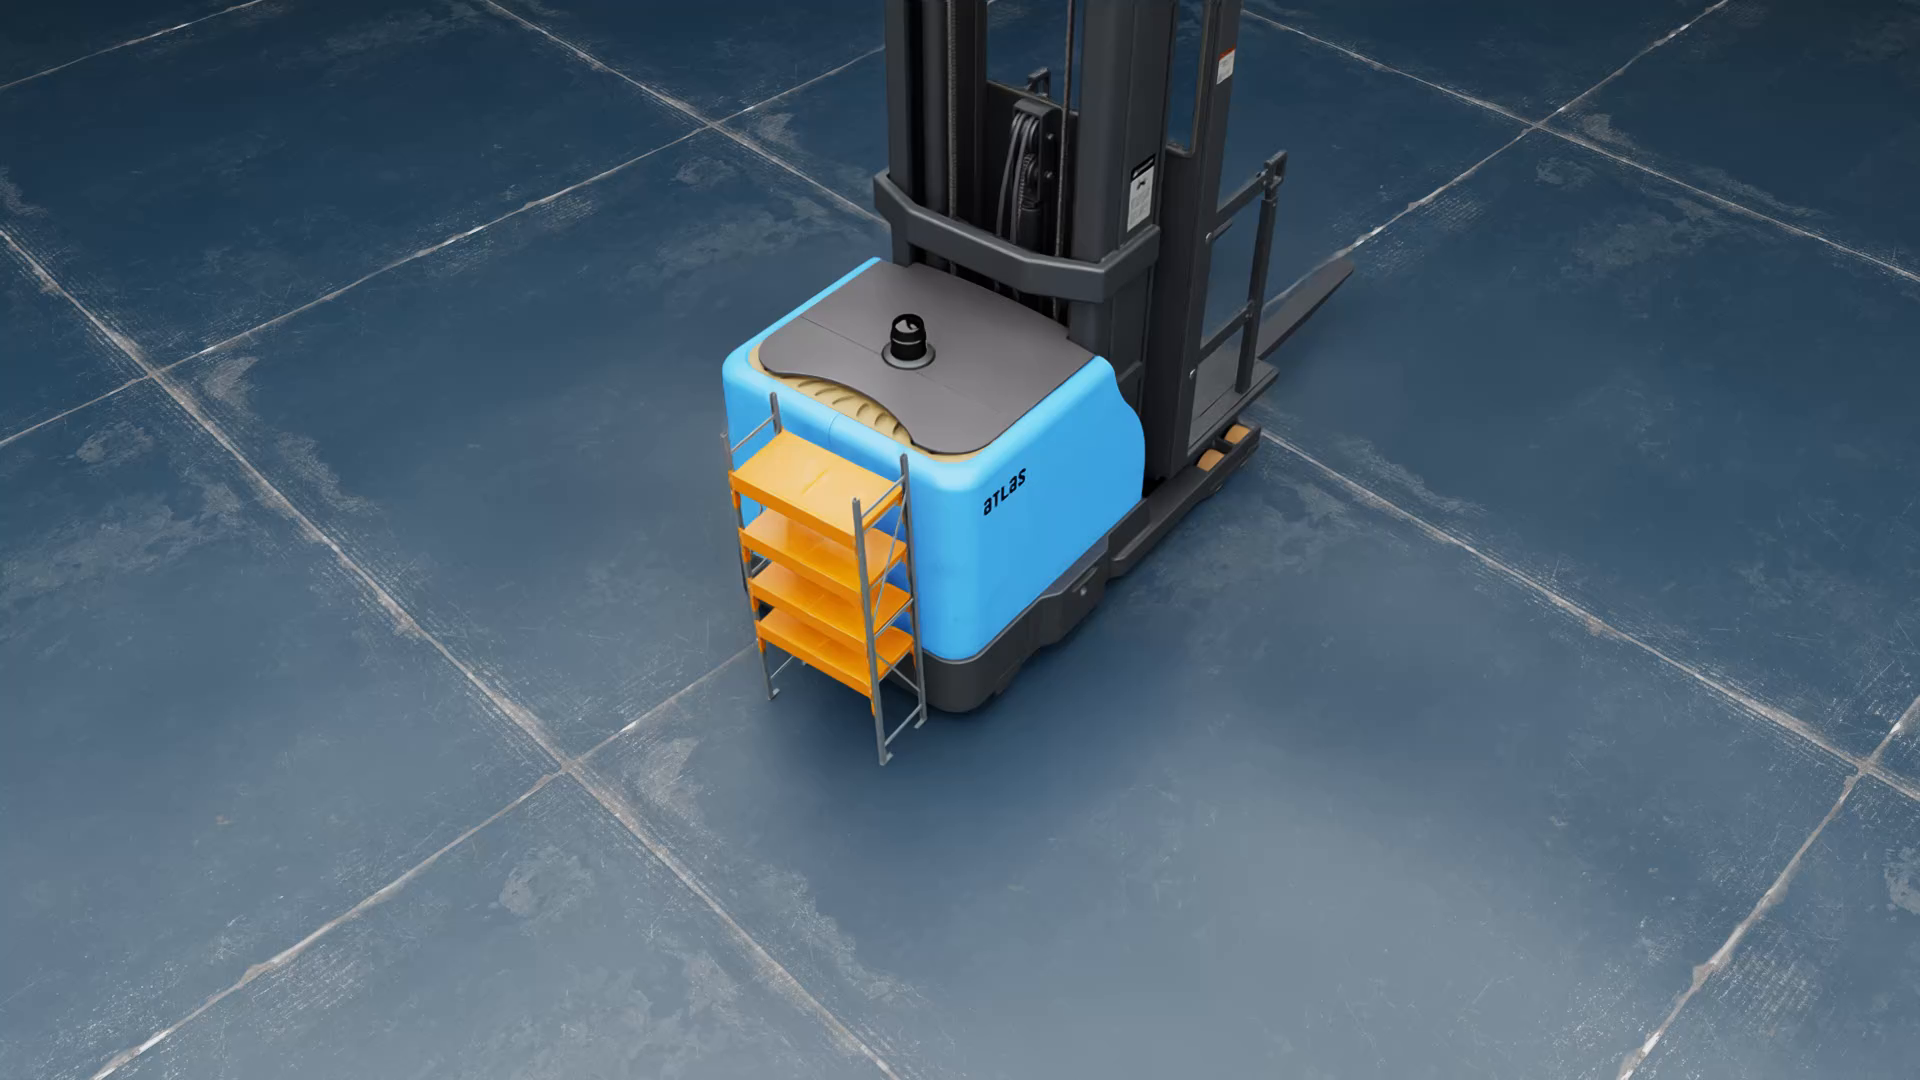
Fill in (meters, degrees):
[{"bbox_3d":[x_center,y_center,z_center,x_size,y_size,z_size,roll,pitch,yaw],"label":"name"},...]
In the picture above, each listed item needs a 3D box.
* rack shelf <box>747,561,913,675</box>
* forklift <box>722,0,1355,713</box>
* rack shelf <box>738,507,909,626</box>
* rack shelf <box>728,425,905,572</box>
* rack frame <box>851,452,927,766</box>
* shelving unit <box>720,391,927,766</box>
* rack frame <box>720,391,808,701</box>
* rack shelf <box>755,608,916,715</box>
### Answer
[{"bbox_3d":[-0.401,0.196,5.243,0.480,0.148,0.258,26,52,26],"label":"rack shelf"},{"bbox_3d":[0.525,-1.449,5.659,1.130,2.935,3.031,28,50,27],"label":"forklift"},{"bbox_3d":[-0.408,0.038,5.084,0.480,0.148,0.258,26,52,26],"label":"rack shelf"},{"bbox_3d":[-0.416,-0.128,4.916,0.480,0.148,0.258,26,52,26],"label":"rack shelf"},{"bbox_3d":[-0.206,0.246,5.090,0.015,1.200,0.240,26,52,26],"label":"rack frame"},{"bbox_3d":[-0.403,0.149,5.195,0.503,1.200,0.258,26,52,26],"label":"shelving unit"},{"bbox_3d":[-0.601,0.052,5.300,0.015,1.200,0.240,26,52,26],"label":"rack frame"},{"bbox_3d":[-0.395,0.336,5.384,0.480,0.148,0.258,26,52,26],"label":"rack shelf"}]
